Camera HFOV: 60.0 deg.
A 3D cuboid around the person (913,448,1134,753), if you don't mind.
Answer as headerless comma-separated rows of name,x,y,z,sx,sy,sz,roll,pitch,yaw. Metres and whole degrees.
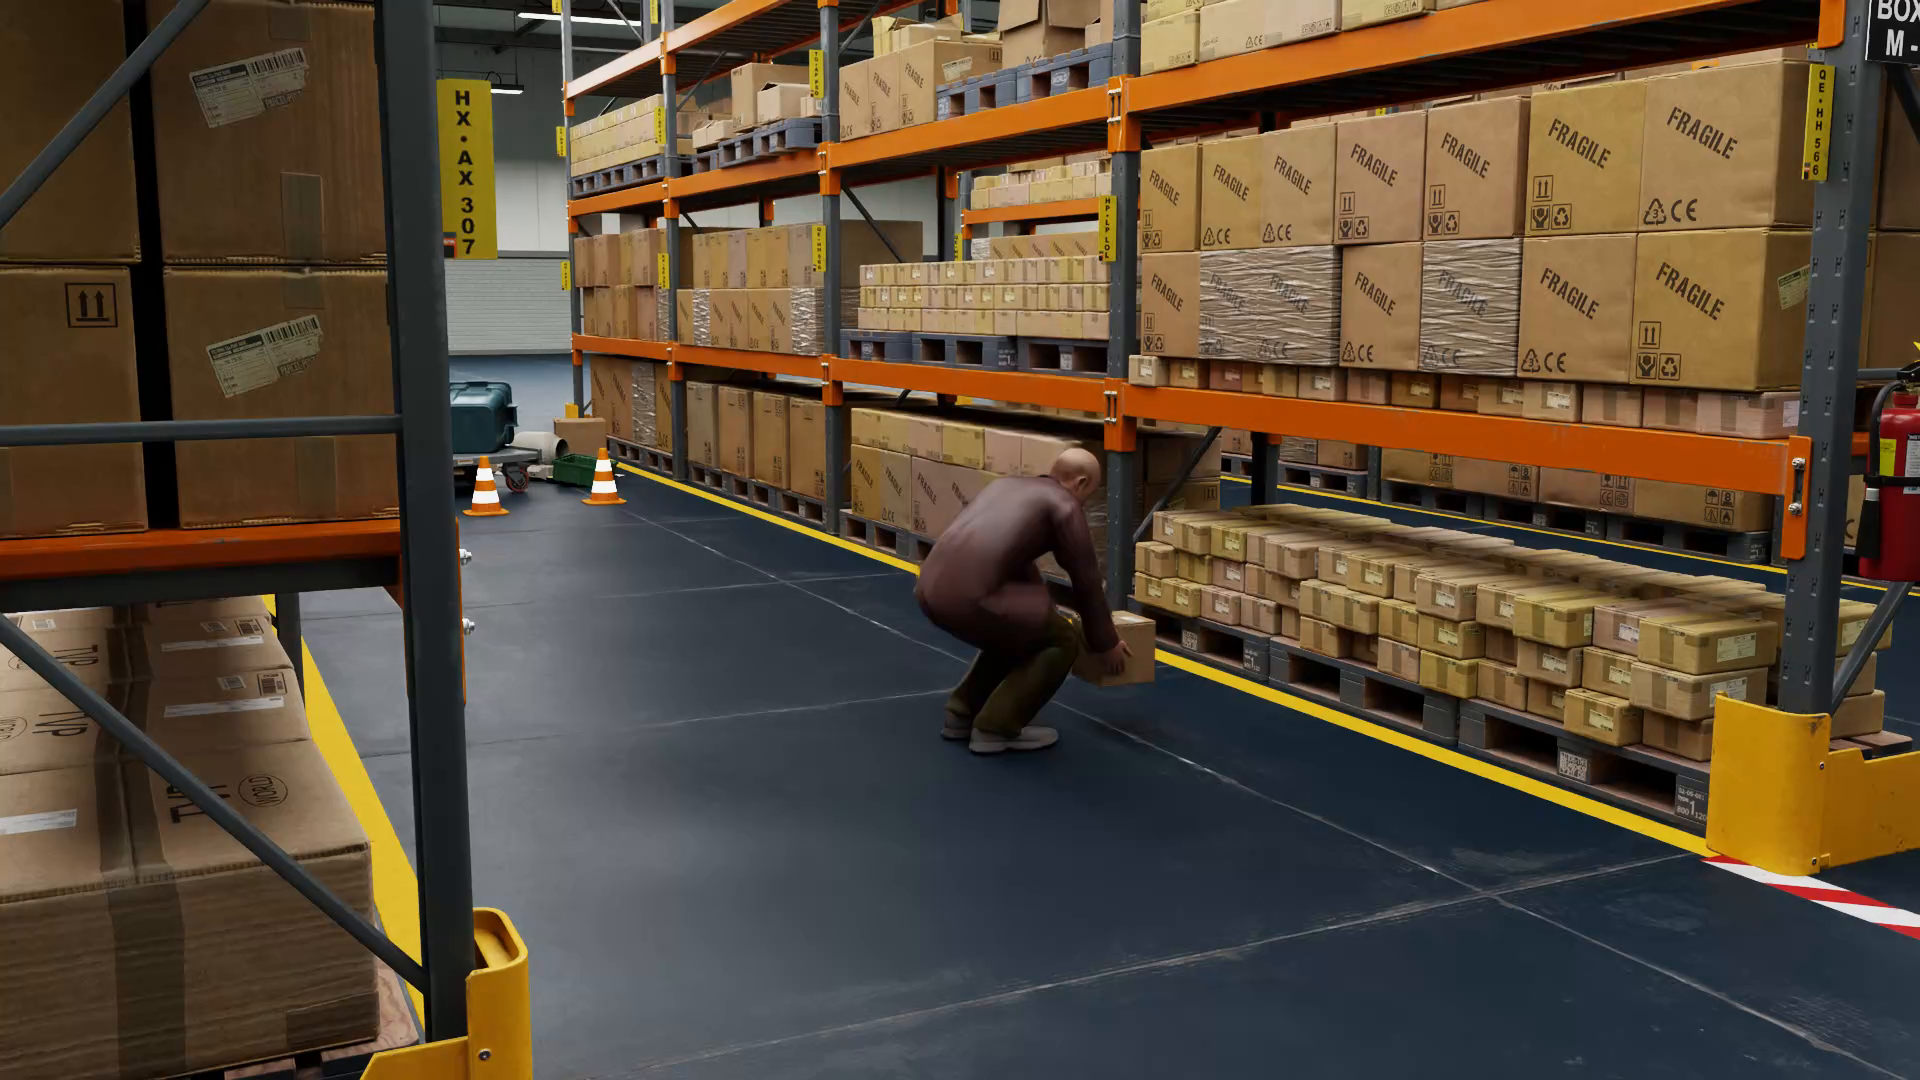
person,0.218,0.229,6.567,0.852,1.128,0.620,-4,9,-26
